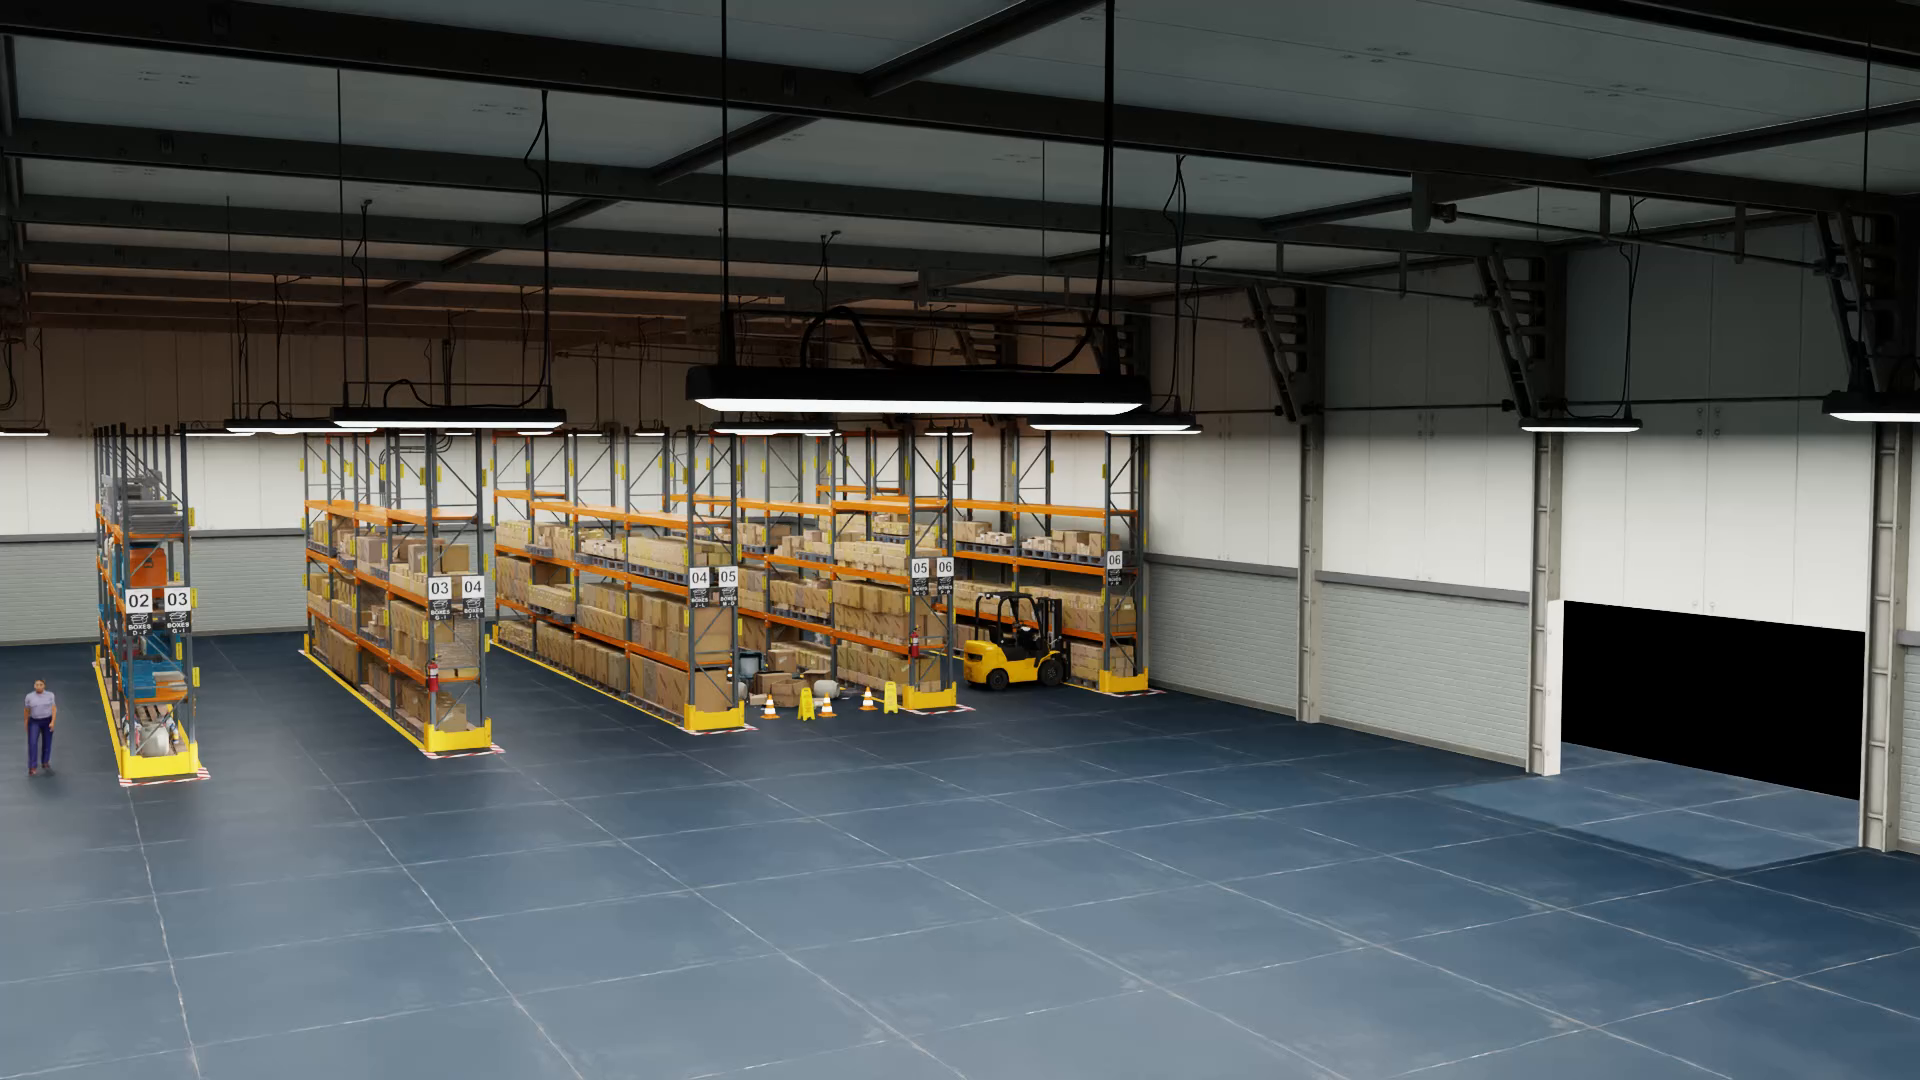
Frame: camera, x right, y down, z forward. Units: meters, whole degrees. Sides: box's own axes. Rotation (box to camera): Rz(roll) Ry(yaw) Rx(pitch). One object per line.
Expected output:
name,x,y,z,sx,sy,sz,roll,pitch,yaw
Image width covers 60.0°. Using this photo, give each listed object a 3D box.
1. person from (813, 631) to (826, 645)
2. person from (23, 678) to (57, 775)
person,-3.869,2.083,46.146,0.482,1.664,0.449,-2,4,-30
person,-15.787,3.171,28.547,0.516,1.601,0.941,-3,4,-37
